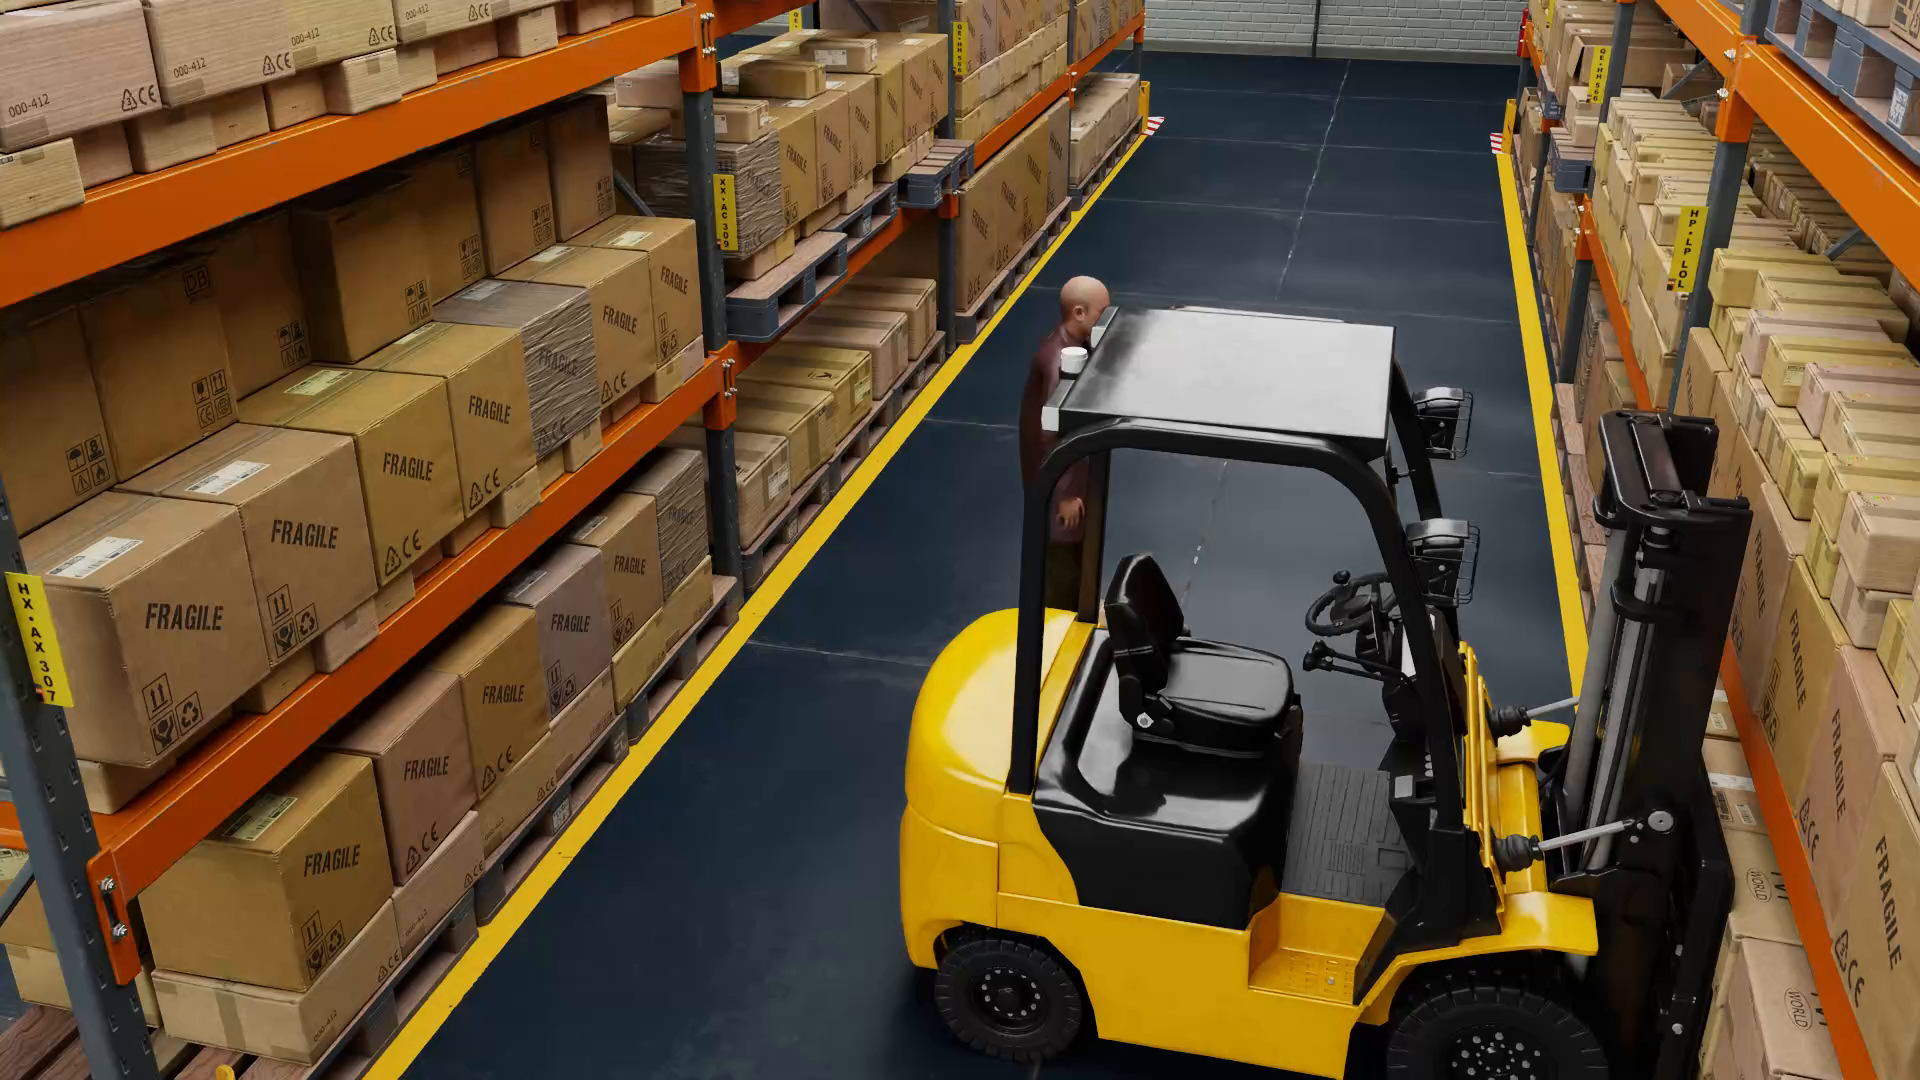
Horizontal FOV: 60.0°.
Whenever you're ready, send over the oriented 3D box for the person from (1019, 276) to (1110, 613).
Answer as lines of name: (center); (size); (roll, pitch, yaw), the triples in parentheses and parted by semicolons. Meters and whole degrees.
person: (0.465, -0.276, 7.217); (0.418, 1.774, 0.656); (5, 25, 11)
